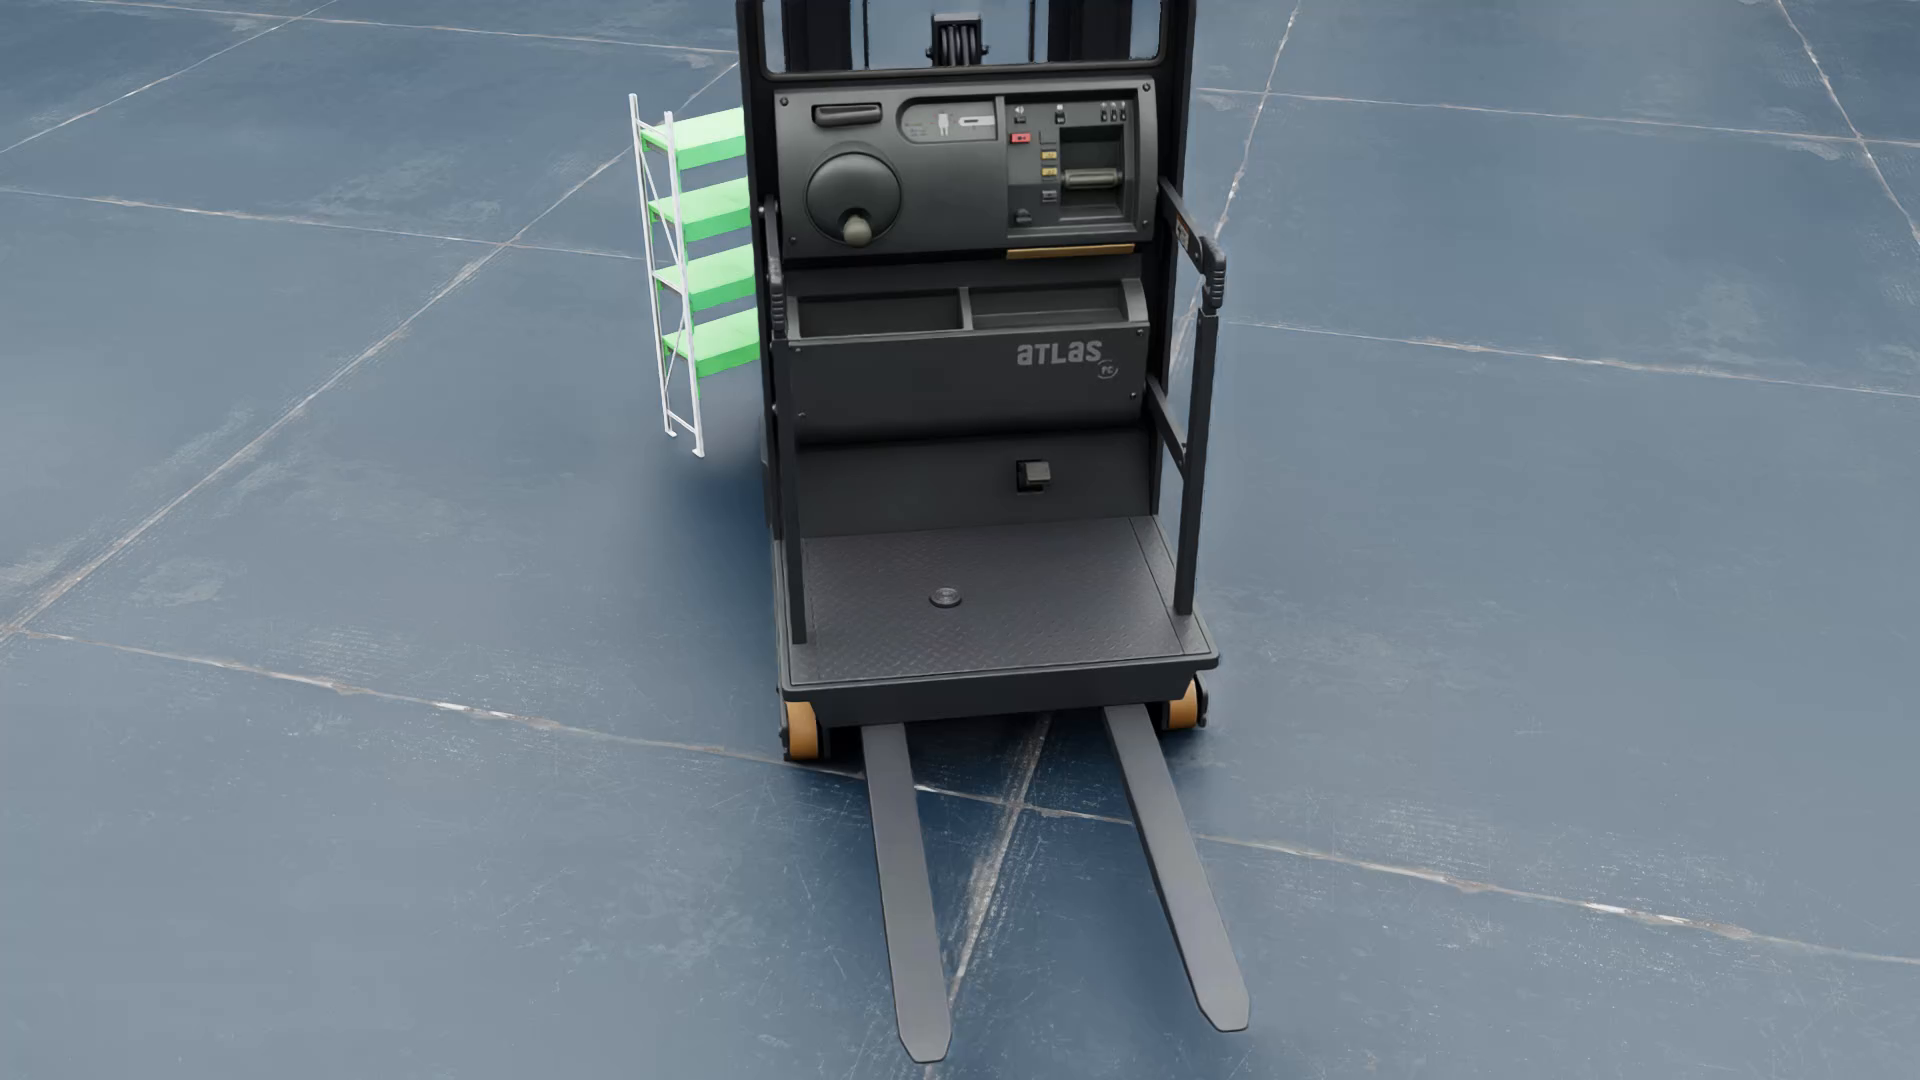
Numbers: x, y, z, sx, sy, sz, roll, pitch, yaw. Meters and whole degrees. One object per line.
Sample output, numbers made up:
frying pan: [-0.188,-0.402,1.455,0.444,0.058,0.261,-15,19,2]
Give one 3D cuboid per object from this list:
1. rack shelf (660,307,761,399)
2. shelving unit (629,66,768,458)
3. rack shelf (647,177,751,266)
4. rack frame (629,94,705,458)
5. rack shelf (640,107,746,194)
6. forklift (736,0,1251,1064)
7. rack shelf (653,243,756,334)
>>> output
rack shelf: [-0.765,-0.665,5.745,0.480,0.148,0.258,-23,39,-32]
shelving unit: [-0.765,-0.922,5.582,0.503,1.200,0.258,-23,39,-32]
rack shelf: [-0.765,-1.070,5.487,0.480,0.148,0.258,-23,39,-32]
rack frame: [-0.956,-0.840,5.454,0.015,1.200,0.240,-23,39,-32]
rack shelf: [-0.765,-1.273,5.358,0.480,0.148,0.258,-23,39,-32]
forklift: [0.050,-0.860,3.871,1.130,2.935,3.031,-4,33,-6]
rack shelf: [-0.765,-0.868,5.616,0.480,0.148,0.258,-23,39,-32]
